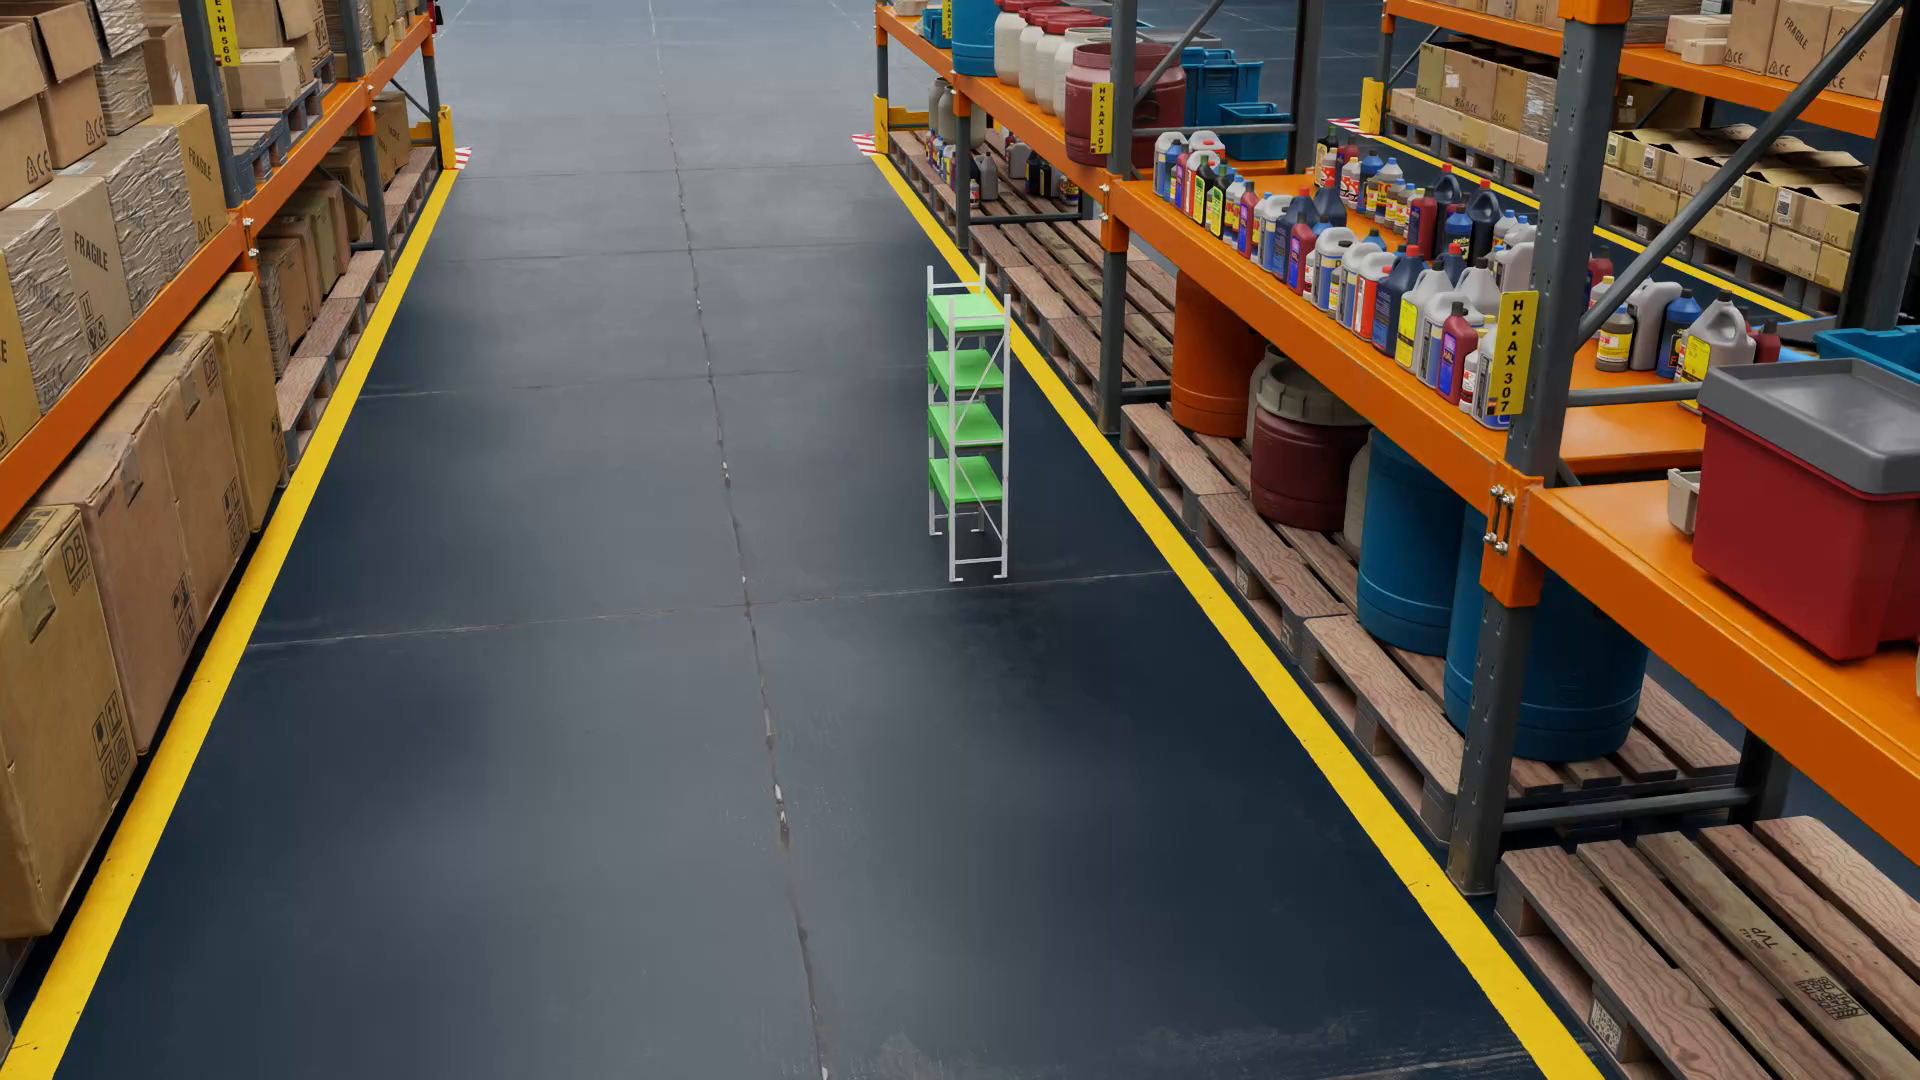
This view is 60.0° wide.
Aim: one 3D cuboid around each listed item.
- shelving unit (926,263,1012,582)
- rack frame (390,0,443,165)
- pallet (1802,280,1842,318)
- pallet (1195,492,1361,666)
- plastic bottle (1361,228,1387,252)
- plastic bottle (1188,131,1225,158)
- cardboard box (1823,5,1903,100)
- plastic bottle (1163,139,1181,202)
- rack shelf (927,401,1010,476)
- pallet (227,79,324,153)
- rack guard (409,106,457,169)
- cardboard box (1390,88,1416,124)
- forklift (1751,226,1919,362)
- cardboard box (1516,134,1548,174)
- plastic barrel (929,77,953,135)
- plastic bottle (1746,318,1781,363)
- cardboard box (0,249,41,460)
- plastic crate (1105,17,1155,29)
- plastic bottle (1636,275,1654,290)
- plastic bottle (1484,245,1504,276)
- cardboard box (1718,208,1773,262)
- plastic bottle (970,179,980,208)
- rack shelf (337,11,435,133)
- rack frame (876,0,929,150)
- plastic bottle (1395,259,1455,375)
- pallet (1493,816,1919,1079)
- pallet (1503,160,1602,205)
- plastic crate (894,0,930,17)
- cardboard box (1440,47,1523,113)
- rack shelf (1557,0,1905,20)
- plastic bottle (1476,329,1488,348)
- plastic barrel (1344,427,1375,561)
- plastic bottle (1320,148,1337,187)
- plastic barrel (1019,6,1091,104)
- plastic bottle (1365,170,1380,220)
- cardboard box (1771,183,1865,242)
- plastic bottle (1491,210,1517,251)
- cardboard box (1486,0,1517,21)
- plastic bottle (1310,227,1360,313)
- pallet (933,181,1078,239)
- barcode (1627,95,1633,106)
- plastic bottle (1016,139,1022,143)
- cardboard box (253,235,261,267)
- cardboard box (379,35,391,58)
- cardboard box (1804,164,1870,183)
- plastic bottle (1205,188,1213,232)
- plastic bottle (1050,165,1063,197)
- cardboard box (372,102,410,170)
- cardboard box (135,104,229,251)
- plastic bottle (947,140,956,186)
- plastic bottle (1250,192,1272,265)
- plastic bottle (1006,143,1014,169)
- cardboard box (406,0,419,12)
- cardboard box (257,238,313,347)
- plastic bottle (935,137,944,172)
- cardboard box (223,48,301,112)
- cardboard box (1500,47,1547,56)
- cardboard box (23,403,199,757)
[{"bbox_3d":[0.031,-0.485,6.861,0.258,1.200,0.503,-4,24,-10],"label":"shelving unit"},{"bbox_3d":[-5.137,-4.741,14.357,1.000,3.000,0.127,-4,24,-10],"label":"rack frame"},{"bbox_3d":[5.965,-1.375,10.134,1.003,0.211,1.213,-4,24,-10],"label":"pallet"},{"bbox_3d":[1.619,0.103,6.751,1.003,0.211,1.213,-4,24,-10],"label":"pallet"},{"bbox_3d":[1.449,-0.962,5.867,0.097,0.271,0.097,0,24,0],"label":"plastic bottle"},{"bbox_3d":[1.122,-1.721,7.598,0.152,0.276,0.135,-4,24,-10],"label":"plastic bottle"},{"bbox_3d":[5.752,-3.031,10.316,0.500,0.500,0.500,-6,24,-13],"label":"cardboard box"},{"bbox_3d":[0.967,-1.660,7.464,0.097,0.271,0.097,0,24,0],"label":"plastic bottle"},{"bbox_3d":[0.031,-0.426,6.886,0.258,0.148,0.480,-4,24,-10],"label":"rack shelf"},{"bbox_3d":[-4.064,-2.282,8.967,1.003,0.211,1.213,-4,24,-10],"label":"pallet"},{"bbox_3d":[-5.123,-3.566,14.789,1.175,0.500,0.348,-4,24,-10],"label":"rack guard"},{"bbox_3d":[4.480,-4.178,15.978,0.500,0.250,0.500,-4,24,-10],"label":"cardboard box"},{"bbox_3d":[4.504,-1.208,6.354,3.031,2.935,1.130,-9,25,-19],"label":"forklift"},{"bbox_3d":[4.955,-3.195,13.729,0.500,0.250,0.500,-4,24,-10],"label":"cardboard box"},{"bbox_3d":[-0.073,-3.907,15.031,0.421,0.512,0.421,0,24,0],"label":"plastic barrel"},{"bbox_3d":[2.301,-0.510,4.815,0.061,0.283,0.133,-4,24,-10],"label":"plastic bottle"},{"bbox_3d":[-2.851,-0.464,4.439,0.500,0.500,0.500,-4,24,-10],"label":"cardboard box"},{"bbox_3d":[0.980,-3.116,10.657,0.392,0.384,0.575,-4,24,-10],"label":"plastic crate"},{"bbox_3d":[2.176,-0.730,5.335,0.097,0.271,0.097,0,24,0],"label":"plastic bottle"},{"bbox_3d":[1.905,-0.946,5.916,0.097,0.201,0.097,0,24,0],"label":"plastic bottle"},{"bbox_3d":[5.455,-2.050,11.107,0.500,0.250,0.500,-4,24,-9],"label":"cardboard box"},{"bbox_3d":[0.097,-2.573,12.340,0.097,0.201,0.097,0,24,0],"label":"plastic bottle"},{"bbox_3d":[-4.767,-3.625,12.700,1.077,0.370,4.000,-4,24,-10],"label":"rack shelf"},{"bbox_3d":[-0.270,-5.108,15.197,1.000,3.000,0.127,-4,24,-10],"label":"rack frame"},{"bbox_3d":[1.458,-0.702,5.172,0.144,0.351,0.185,-4,24,-10],"label":"plastic bottle"},{"bbox_3d":[2.124,1.177,4.292,1.003,0.211,1.213,-4,24,-10],"label":"pallet"},{"bbox_3d":[5.233,-2.937,13.712,1.003,0.211,1.213,-4,24,-10],"label":"pallet"},{"bbox_3d":[-0.420,-4.611,14.389,0.298,0.136,0.250,-4,24,-10],"label":"plastic crate"},{"bbox_3d":[4.679,-4.129,14.930,0.500,0.500,0.500,-4,24,-10],"label":"cardboard box"},{"bbox_3d":[1.580,-2.219,5.734,1.077,0.370,4.000,-4,24,-10],"label":"rack shelf"},{"bbox_3d":[1.546,-0.528,4.960,0.097,0.201,0.097,0,24,0],"label":"plastic bottle"},{"bbox_3d":[1.718,-0.162,6.458,0.421,0.512,0.421,0,24,0],"label":"plastic barrel"},{"bbox_3d":[1.707,-1.696,7.633,0.097,0.201,0.097,0,24,0],"label":"plastic bottle"},{"bbox_3d":[0.567,-2.915,10.008,0.433,0.535,0.433,0,24,0],"label":"plastic barrel"},{"bbox_3d":[1.804,-1.490,7.162,0.097,0.201,0.097,0,24,0],"label":"plastic bottle"},{"bbox_3d":[5.546,-2.106,10.534,0.500,0.311,0.500,-4,24,-10],"label":"cardboard box"},{"bbox_3d":[2.012,-1.080,6.136,0.097,0.271,0.097,0,24,0],"label":"plastic bottle"},{"bbox_3d":[4.962,-4.725,14.196,0.700,0.500,0.500,-4,24,-8],"label":"cardboard box"},{"bbox_3d":[1.330,-0.948,5.828,0.152,0.276,0.135,-4,24,-10],"label":"plastic bottle"},{"bbox_3d":[0.387,-2.524,12.764,1.003,0.211,1.213,-4,24,-10],"label":"pallet"},{"bbox_3d":[4.977,-3.264,12.350,0.001,0.075,0.075,-4,24,-10],"label":"barcode"},{"bbox_3d":[0.546,-3.215,13.718,0.152,0.276,0.135,-5,24,-11],"label":"plastic bottle"},{"bbox_3d":[-3.919,-1.463,8.489,0.500,0.250,0.500,-2,24,-4],"label":"cardboard box"},{"bbox_3d":[-4.310,-3.554,11.953,0.380,0.149,0.250,-4,24,-10],"label":"cardboard box"},{"bbox_3d":[5.977,-2.352,11.098,0.500,0.311,0.500,-5,24,-10],"label":"cardboard box"},{"bbox_3d":[1.077,-1.394,6.941,0.097,0.201,0.097,0,24,0],"label":"plastic bottle"},{"bbox_3d":[0.755,-2.771,12.699,0.152,0.276,0.135,-3,24,-8],"label":"plastic bottle"},{"bbox_3d":[-4.894,-3.308,13.676,0.500,0.500,0.500,2,24,4],"label":"cardboard box"},{"bbox_3d":[-3.323,-1.464,6.730,0.500,0.500,0.500,-4,24,-8],"label":"cardboard box"},{"bbox_3d":[-0.027,-2.956,13.031,0.144,0.351,0.185,-4,24,-10],"label":"plastic bottle"},{"bbox_3d":[1.180,-1.206,6.424,0.097,0.271,0.097,0,24,0],"label":"plastic bottle"},{"bbox_3d":[0.427,-3.165,13.695,0.097,0.201,0.097,0,24,0],"label":"plastic bottle"},{"bbox_3d":[-4.852,-4.517,13.348,0.875,0.500,0.500,-4,24,-10],"label":"cardboard box"},{"bbox_3d":[-4.028,-1.352,9.172,0.700,0.500,0.500,-2,24,-5],"label":"cardboard box"},{"bbox_3d":[-0.159,-3.148,13.570,0.097,0.271,0.097,0,24,0],"label":"plastic bottle"},{"bbox_3d":[-3.742,-2.394,8.647,0.500,0.250,0.500,-5,24,-11],"label":"cardboard box"},{"bbox_3d":[5.190,-4.168,15.018,0.500,0.500,0.500,-4,24,-10],"label":"cardboard box"},{"bbox_3d":[-3.222,0.159,5.269,1.225,0.875,0.875,-5,24,-12],"label":"cardboard box"}]
